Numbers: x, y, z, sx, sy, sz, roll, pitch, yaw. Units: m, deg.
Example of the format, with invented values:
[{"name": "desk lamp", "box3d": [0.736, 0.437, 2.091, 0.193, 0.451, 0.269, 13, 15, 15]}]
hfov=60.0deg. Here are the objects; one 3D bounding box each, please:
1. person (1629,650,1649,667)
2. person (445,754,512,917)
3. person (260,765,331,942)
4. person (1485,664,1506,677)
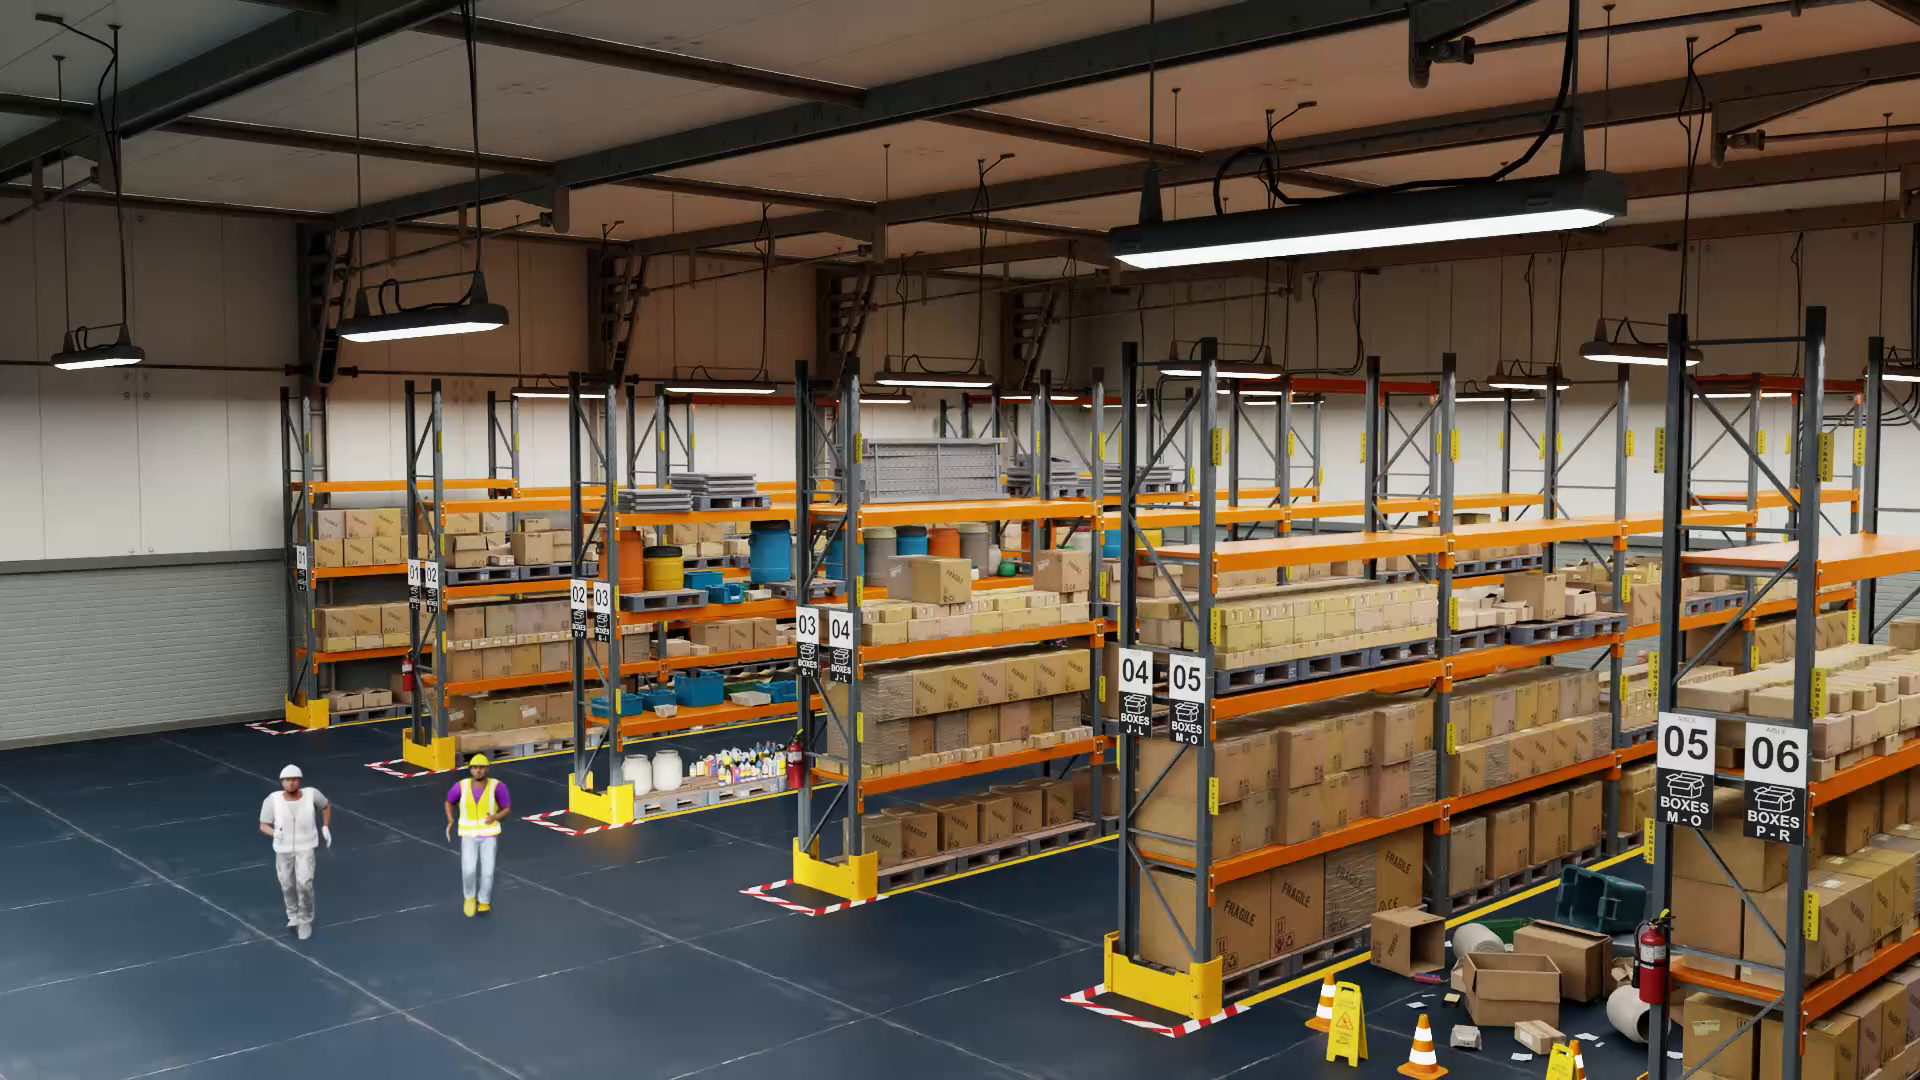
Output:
[{"name": "person", "box3d": [10.654, 2.602, 25.995, 1.059, 1.774, 0.725, -3, 5, -43]}, {"name": "person", "box3d": [-5.124, 3.151, 17.701, 0.685, 1.740, 0.664, -1, 4, -16]}, {"name": "person", "box3d": [-6.790, 3.191, 16.997, 0.657, 1.809, 0.822, -1, 4, -15]}, {"name": "person", "box3d": [8.275, 2.682, 25.441, 0.697, 1.737, 0.748, 3, 5, 38]}]
